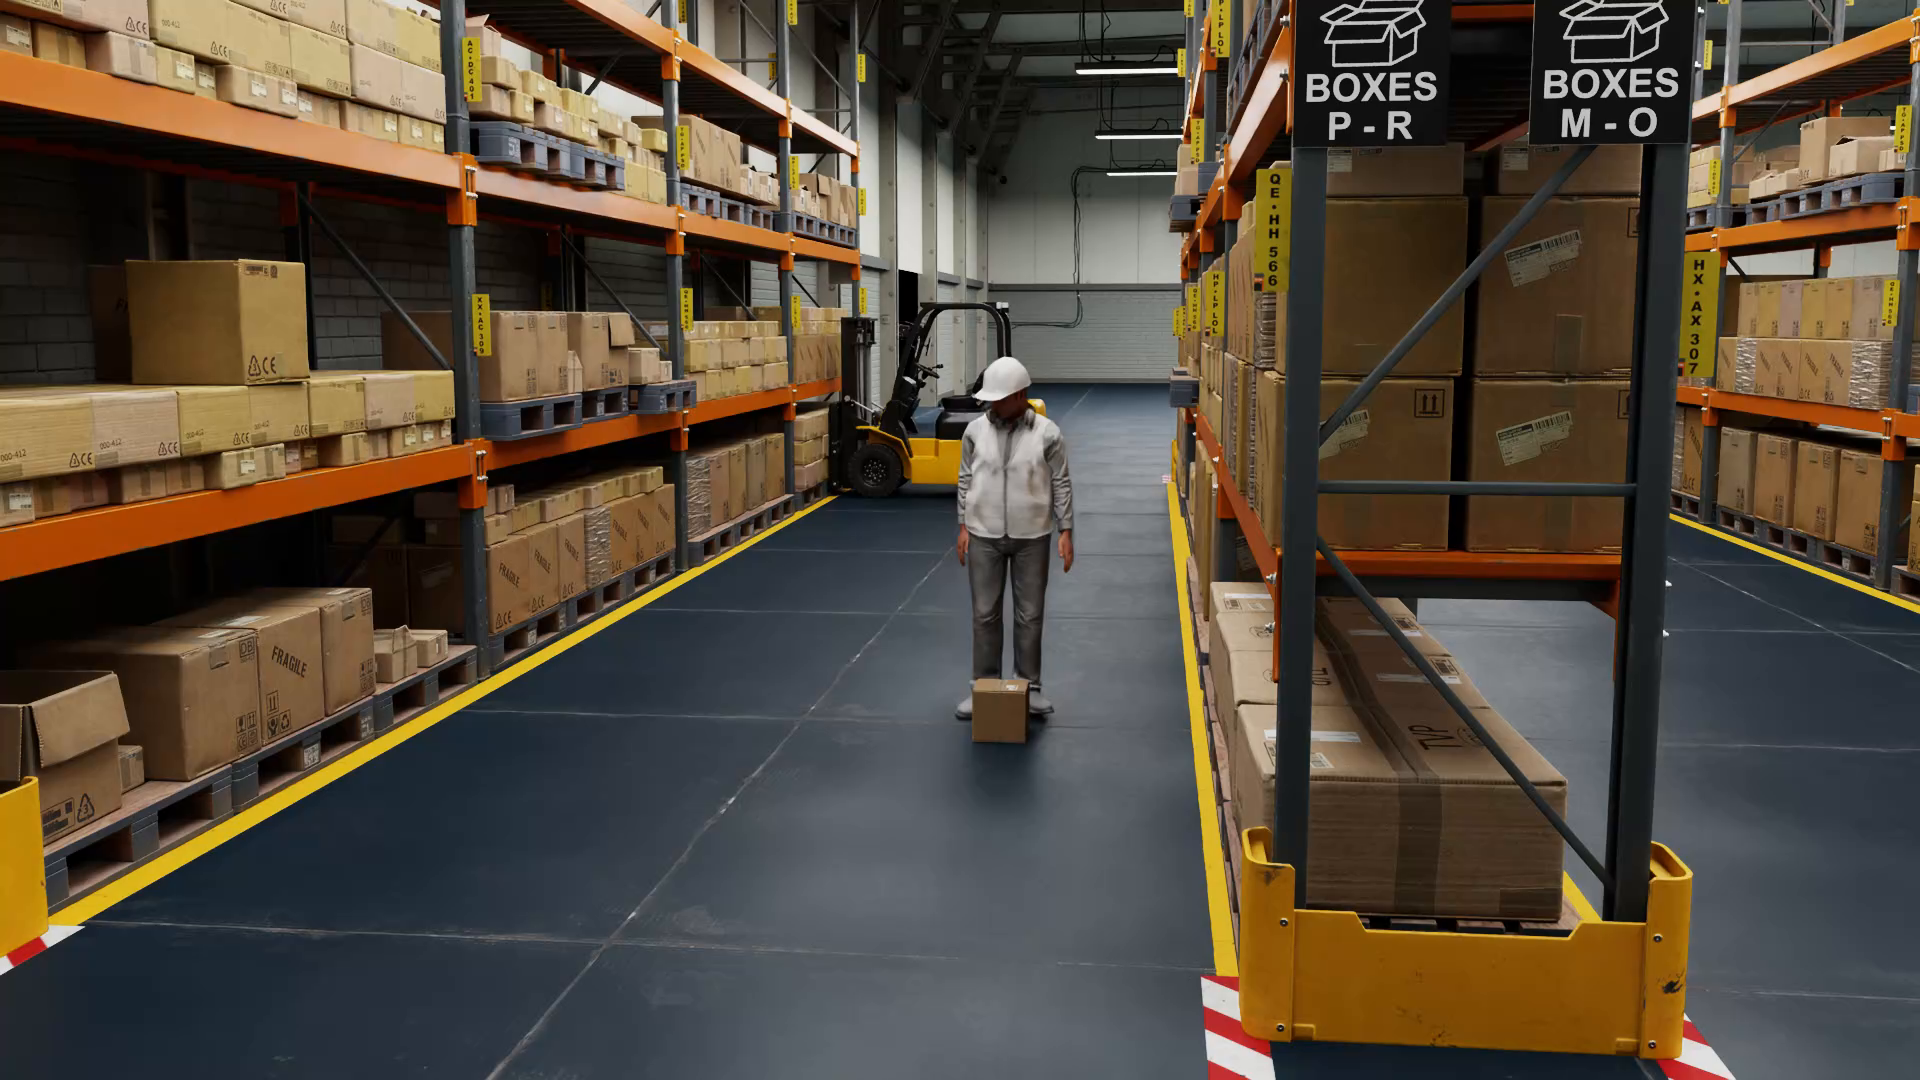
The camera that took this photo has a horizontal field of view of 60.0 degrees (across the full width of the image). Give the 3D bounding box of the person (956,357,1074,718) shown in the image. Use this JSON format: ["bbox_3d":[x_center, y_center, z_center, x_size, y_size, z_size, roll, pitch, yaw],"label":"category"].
[{"bbox_3d":[0.271,-0.009,8.232,0.592,1.782,0.393,1,8,7],"label":"person"}]
